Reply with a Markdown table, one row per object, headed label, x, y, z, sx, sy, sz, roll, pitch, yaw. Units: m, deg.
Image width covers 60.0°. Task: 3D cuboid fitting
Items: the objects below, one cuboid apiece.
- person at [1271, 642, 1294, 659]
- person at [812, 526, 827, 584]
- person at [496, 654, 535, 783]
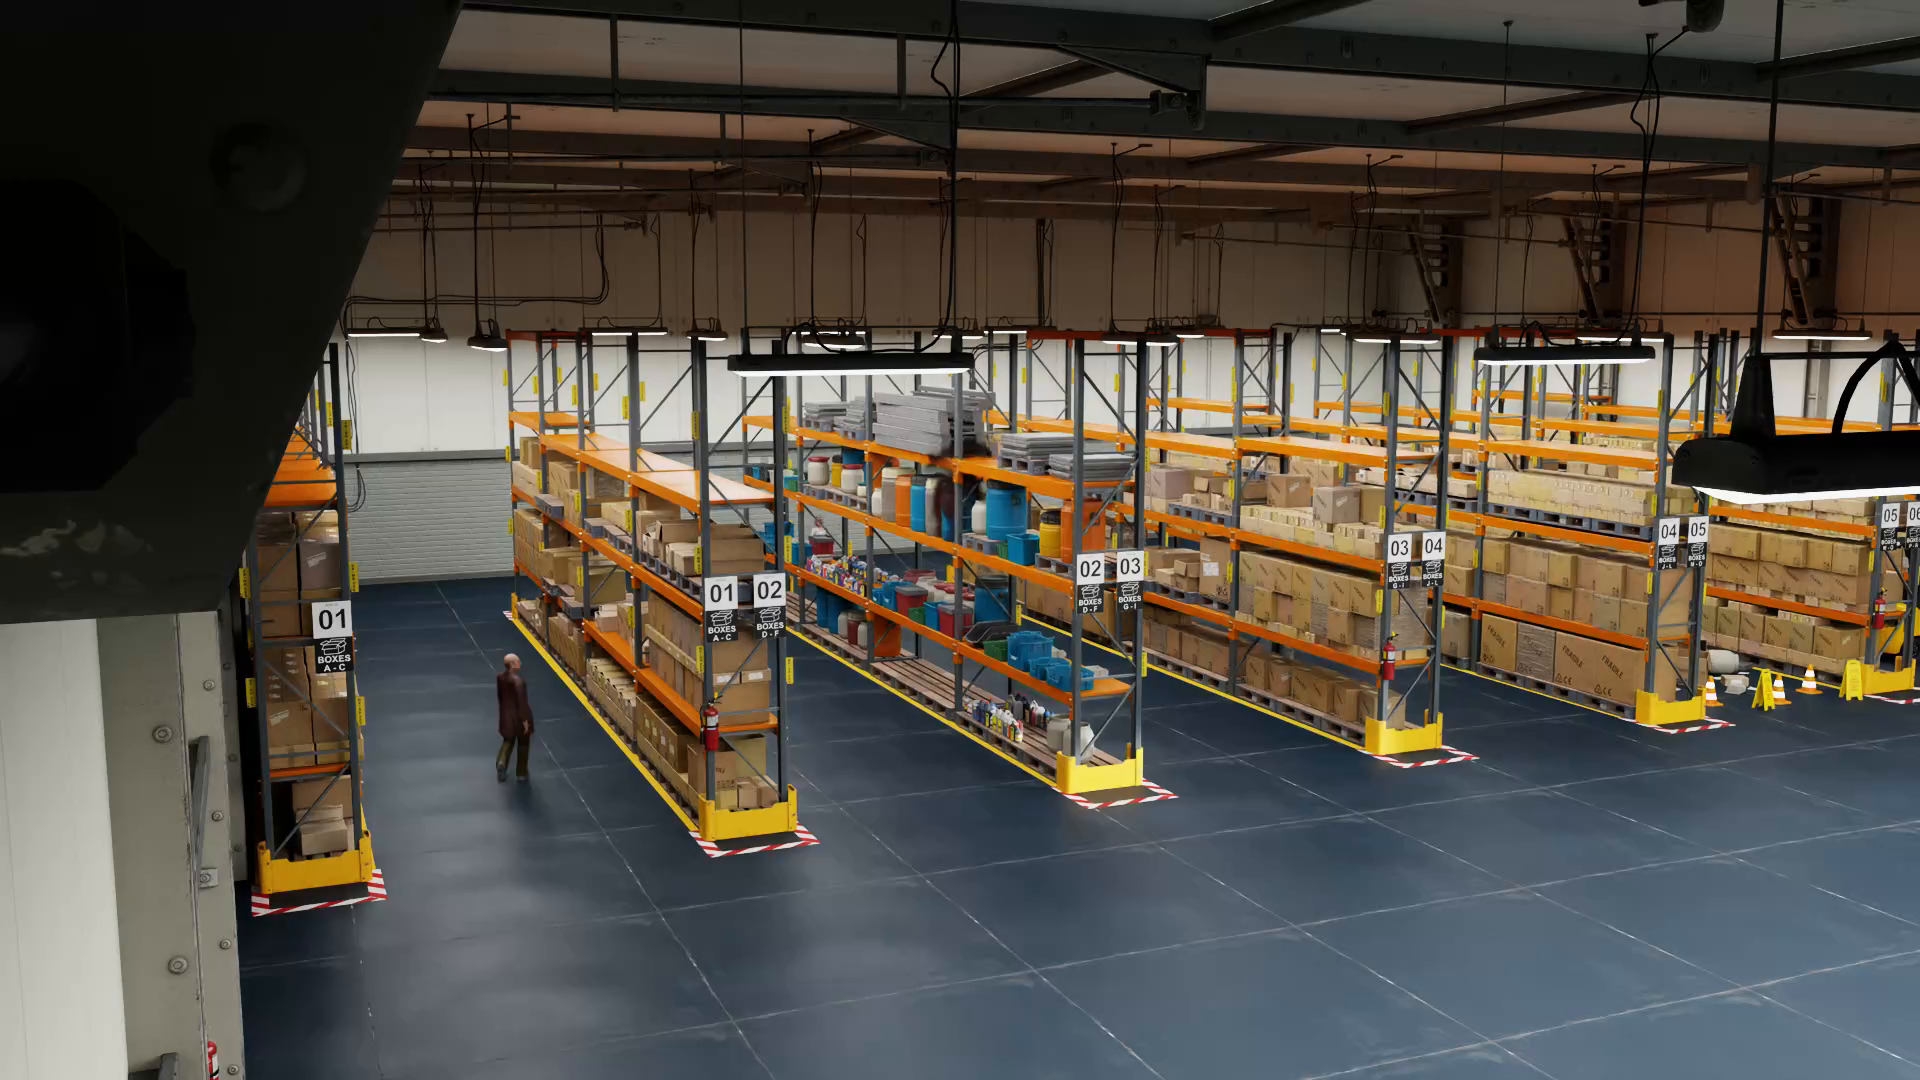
| label | x | y | z | sx | sy | sz | roll | pitch | yaw |
| --- | --- | --- | --- | --- | --- | --- | --- | --- | --- |
| person | 5.802 | 1.393 | 29.696 | 0.641 | 1.714 | 0.633 | -3 | 8 | -19 |
| person | -3.208 | 0.373 | 38.909 | 0.528 | 1.372 | 0.428 | 6 | 10 | 39 |
| person | -6.043 | 2.404 | 22.424 | 0.531 | 1.763 | 0.779 | 1 | 8 | 9 |
